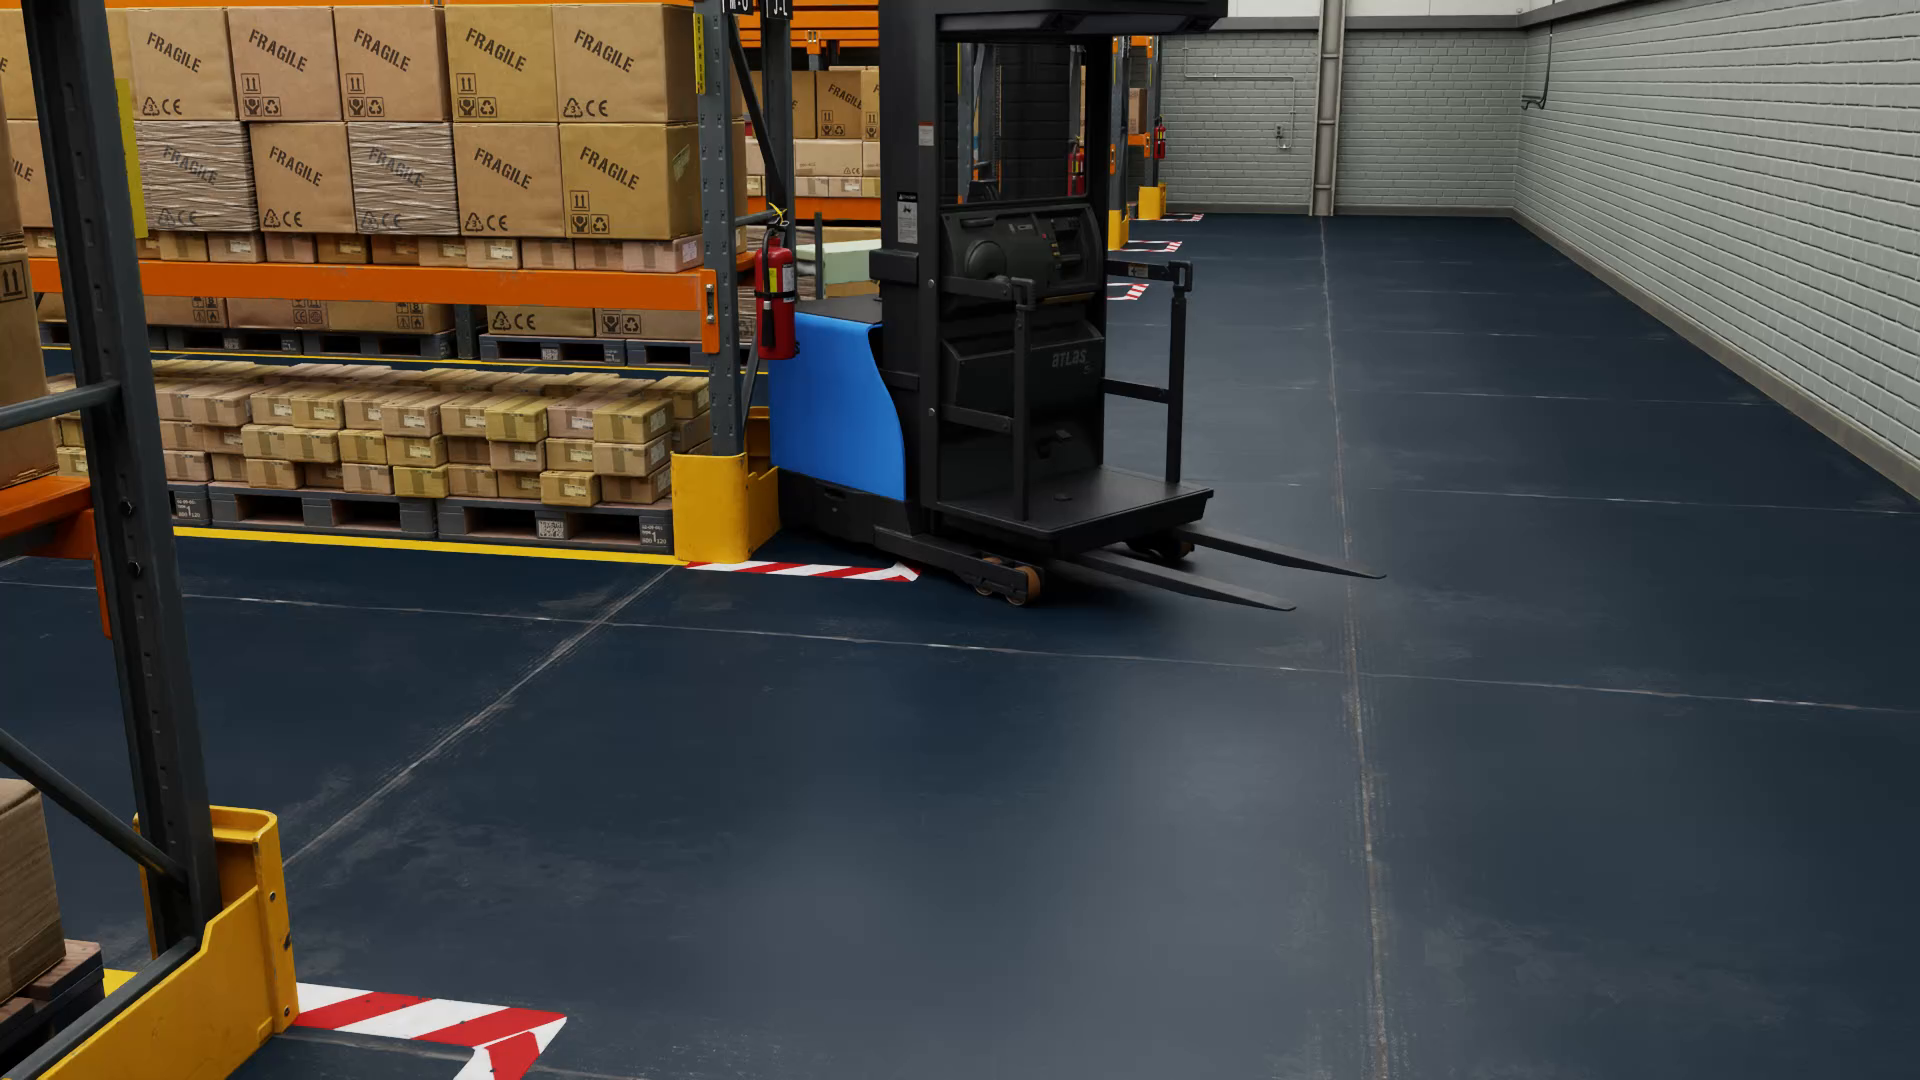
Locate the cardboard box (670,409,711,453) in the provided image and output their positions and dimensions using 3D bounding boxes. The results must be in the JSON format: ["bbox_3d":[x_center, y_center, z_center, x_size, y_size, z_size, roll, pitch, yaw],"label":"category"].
[{"bbox_3d":[-1.434,-0.557,8.381,0.250,0.149,0.380,4,16,13],"label":"cardboard box"}]

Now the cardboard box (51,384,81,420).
[{"bbox_3d":[-4.337,-0.716,8.396,0.250,0.149,0.380,4,16,14],"label":"cardboard box"}]

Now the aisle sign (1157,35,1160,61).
[{"bbox_3d":[3.088,-7.840,25.808,0.004,0.787,0.394,3,16,11],"label":"aisle sign"}]

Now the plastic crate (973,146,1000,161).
[{"bbox_3d":[0.268,-3.976,17.109,0.243,0.136,0.396,3,16,11],"label":"plastic crate"}]

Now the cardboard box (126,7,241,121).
[{"bbox_3d":[-3.499,-2.230,7.807,0.500,0.500,0.500,3,16,12],"label":"cardboard box"}]

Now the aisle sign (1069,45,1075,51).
[{"bbox_3d":[1.115,-5.251,16.458,0.004,0.787,0.394,3,16,11],"label":"aisle sign"}]

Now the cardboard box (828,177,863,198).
[{"bbox_3d":[-0.801,-2.621,12.307,0.250,0.149,0.380,3,16,11],"label":"cardboard box"}]

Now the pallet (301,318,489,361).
[{"bbox_3d":[-4.575,-1.673,13.636,1.213,0.211,1.003,3,16,11],"label":"pallet"}]

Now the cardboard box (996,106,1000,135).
[{"bbox_3d":[0.603,-5.429,21.786,0.500,0.500,0.500,3,16,12],"label":"cardboard box"}]

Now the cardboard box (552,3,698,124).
[{"bbox_3d":[-1.470,-2.123,7.420,0.500,0.500,0.500,3,16,10],"label":"cardboard box"}]

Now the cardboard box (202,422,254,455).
[{"bbox_3d":[-3.559,-0.543,8.328,0.250,0.149,0.380,4,16,14],"label":"cardboard box"}]

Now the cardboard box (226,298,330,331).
[{"bbox_3d":[-5.311,-2.250,13.689,0.875,0.875,1.225,3,16,9],"label":"cardboard box"}]

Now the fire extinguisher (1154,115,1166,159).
[{"bbox_3d":[3.133,-6.324,26.047,0.183,0.674,0.296,3,16,11],"label":"fire extinguisher"}]

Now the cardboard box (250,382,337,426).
[{"bbox_3d":[-3.303,-0.679,8.265,0.250,0.149,0.380,2,16,9],"label":"cardboard box"}]

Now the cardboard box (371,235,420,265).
[{"bbox_3d":[-2.592,-1.404,7.913,0.250,0.149,0.380,2,16,9],"label":"cardboard box"}]

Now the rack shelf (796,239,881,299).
[{"bbox_3d":[-0.545,-1.379,8.698,0.720,0.370,0.431,-13,20,-39],"label":"rack shelf"}]

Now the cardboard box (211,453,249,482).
[{"bbox_3d":[-3.555,-0.409,8.403,0.250,0.149,0.380,2,16,9],"label":"cardboard box"}]

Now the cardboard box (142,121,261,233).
[{"bbox_3d":[-3.484,-1.742,7.917,0.500,0.500,0.500,3,16,10],"label":"cardboard box"}]

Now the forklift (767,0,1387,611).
[{"bbox_3d":[0.430,-1.260,7.170,1.129,2.867,3.031,-14,21,-41],"label":"forklift"}]

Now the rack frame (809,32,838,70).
[{"bbox_3d":[-1.826,-5.587,22.541,0.127,3.000,1.000,3,16,11],"label":"rack frame"}]

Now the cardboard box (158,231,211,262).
[{"bbox_3d":[-3.640,-1.440,8.043,0.250,0.149,0.380,3,16,12],"label":"cardboard box"}]

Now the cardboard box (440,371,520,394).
[{"bbox_3d":[-2.462,-0.761,8.560,0.250,0.149,0.380,4,16,13],"label":"cardboard box"}]

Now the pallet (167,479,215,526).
[{"bbox_3d":[-4.226,-0.333,8.798,1.213,0.211,1.003,3,16,11],"label":"pallet"}]

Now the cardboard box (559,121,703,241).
[{"bbox_3d":[-1.463,-1.639,7.544,0.500,0.500,0.500,3,16,12],"label":"cardboard box"}]

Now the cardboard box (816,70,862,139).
[{"bbox_3d":[-0.791,-3.338,12.742,0.500,0.500,0.500,3,16,10],"label":"cardboard box"}]

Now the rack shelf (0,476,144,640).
[{"bbox_3d":[-3.819,0.050,3.539,4.000,0.370,1.077,3,16,11],"label":"rack shelf"}]

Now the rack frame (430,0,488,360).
[{"bbox_3d":[-3.804,-2.995,13.186,0.127,3.000,1.000,3,16,11],"label":"rack frame"}]

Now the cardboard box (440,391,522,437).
[{"bbox_3d":[-2.296,-0.607,8.003,0.250,0.149,0.380,2,16,9],"label":"cardboard box"}]

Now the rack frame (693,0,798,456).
[{"bbox_3d":[-0.972,-1.490,7.754,0.127,3.000,1.000,3,16,11],"label":"rack frame"}]

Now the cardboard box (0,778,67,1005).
[{"bbox_3d":[-2.526,0.833,3.378,0.875,0.438,0.875,3,16,9],"label":"cardboard box"}]

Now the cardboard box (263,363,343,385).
[{"bbox_3d":[-3.465,-0.829,8.803,0.250,0.149,0.380,2,16,8],"label":"cardboard box"}]

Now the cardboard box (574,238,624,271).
[{"bbox_3d":[-1.584,-1.336,7.666,0.250,0.149,0.380,3,16,11],"label":"cardboard box"}]

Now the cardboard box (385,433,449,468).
[{"bbox_3d":[-2.565,-0.467,8.056,0.250,0.149,0.380,3,16,12],"label":"cardboard box"}]

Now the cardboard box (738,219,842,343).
[{"bbox_3d":[-1.419,-2.023,12.868,0.875,0.875,0.875,3,16,11],"label":"cardboard box"}]

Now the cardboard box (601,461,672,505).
[{"bbox_3d":[-1.529,-0.292,7.982,0.250,0.149,0.380,3,16,12],"label":"cardboard box"}]

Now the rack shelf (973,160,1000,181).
[{"bbox_3d":[-0.857,-3.838,17.576,4.000,0.370,1.077,3,16,11],"label":"rack shelf"}]

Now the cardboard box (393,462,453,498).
[{"bbox_3d":[-2.550,-0.323,8.093,0.250,0.149,0.380,2,16,9],"label":"cardboard box"}]

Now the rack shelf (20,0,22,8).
[{"bbox_3d":[-6.851,-2.908,8.601,4.000,0.370,1.077,3,16,11],"label":"rack shelf"}]

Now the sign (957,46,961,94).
[{"bbox_3d":[-0.006,-3.313,11.722,0.005,0.325,0.100,3,16,11],"label":"sign"}]

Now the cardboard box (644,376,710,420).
[{"bbox_3d":[-1.417,-0.722,8.420,0.250,0.149,0.380,2,16,9],"label":"cardboard box"}]

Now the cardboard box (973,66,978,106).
[{"bbox_3d":[0.095,-5.936,21.742,0.500,0.500,0.500,4,16,13],"label":"cardboard box"}]

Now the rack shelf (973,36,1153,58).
[{"bbox_3d":[1.117,-7.875,26.531,4.000,0.370,1.077,3,16,11],"label":"rack shelf"}]

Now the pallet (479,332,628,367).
[{"bbox_3d":[-3.074,-1.591,13.339,1.213,0.211,1.003,3,16,11],"label":"pallet"}]

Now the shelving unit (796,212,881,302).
[{"bbox_3d":[-0.545,-1.003,8.802,0.755,1.500,0.431,-13,20,-39],"label":"shelving unit"}]

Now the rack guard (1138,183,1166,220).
[{"bbox_3d":[3.101,-5.464,26.781,0.348,0.500,1.175,3,16,11],"label":"rack guard"}]

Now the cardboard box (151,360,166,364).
[{"bbox_3d":[-4.491,-0.868,8.944,0.250,0.149,0.380,4,16,13],"label":"cardboard box"}]
